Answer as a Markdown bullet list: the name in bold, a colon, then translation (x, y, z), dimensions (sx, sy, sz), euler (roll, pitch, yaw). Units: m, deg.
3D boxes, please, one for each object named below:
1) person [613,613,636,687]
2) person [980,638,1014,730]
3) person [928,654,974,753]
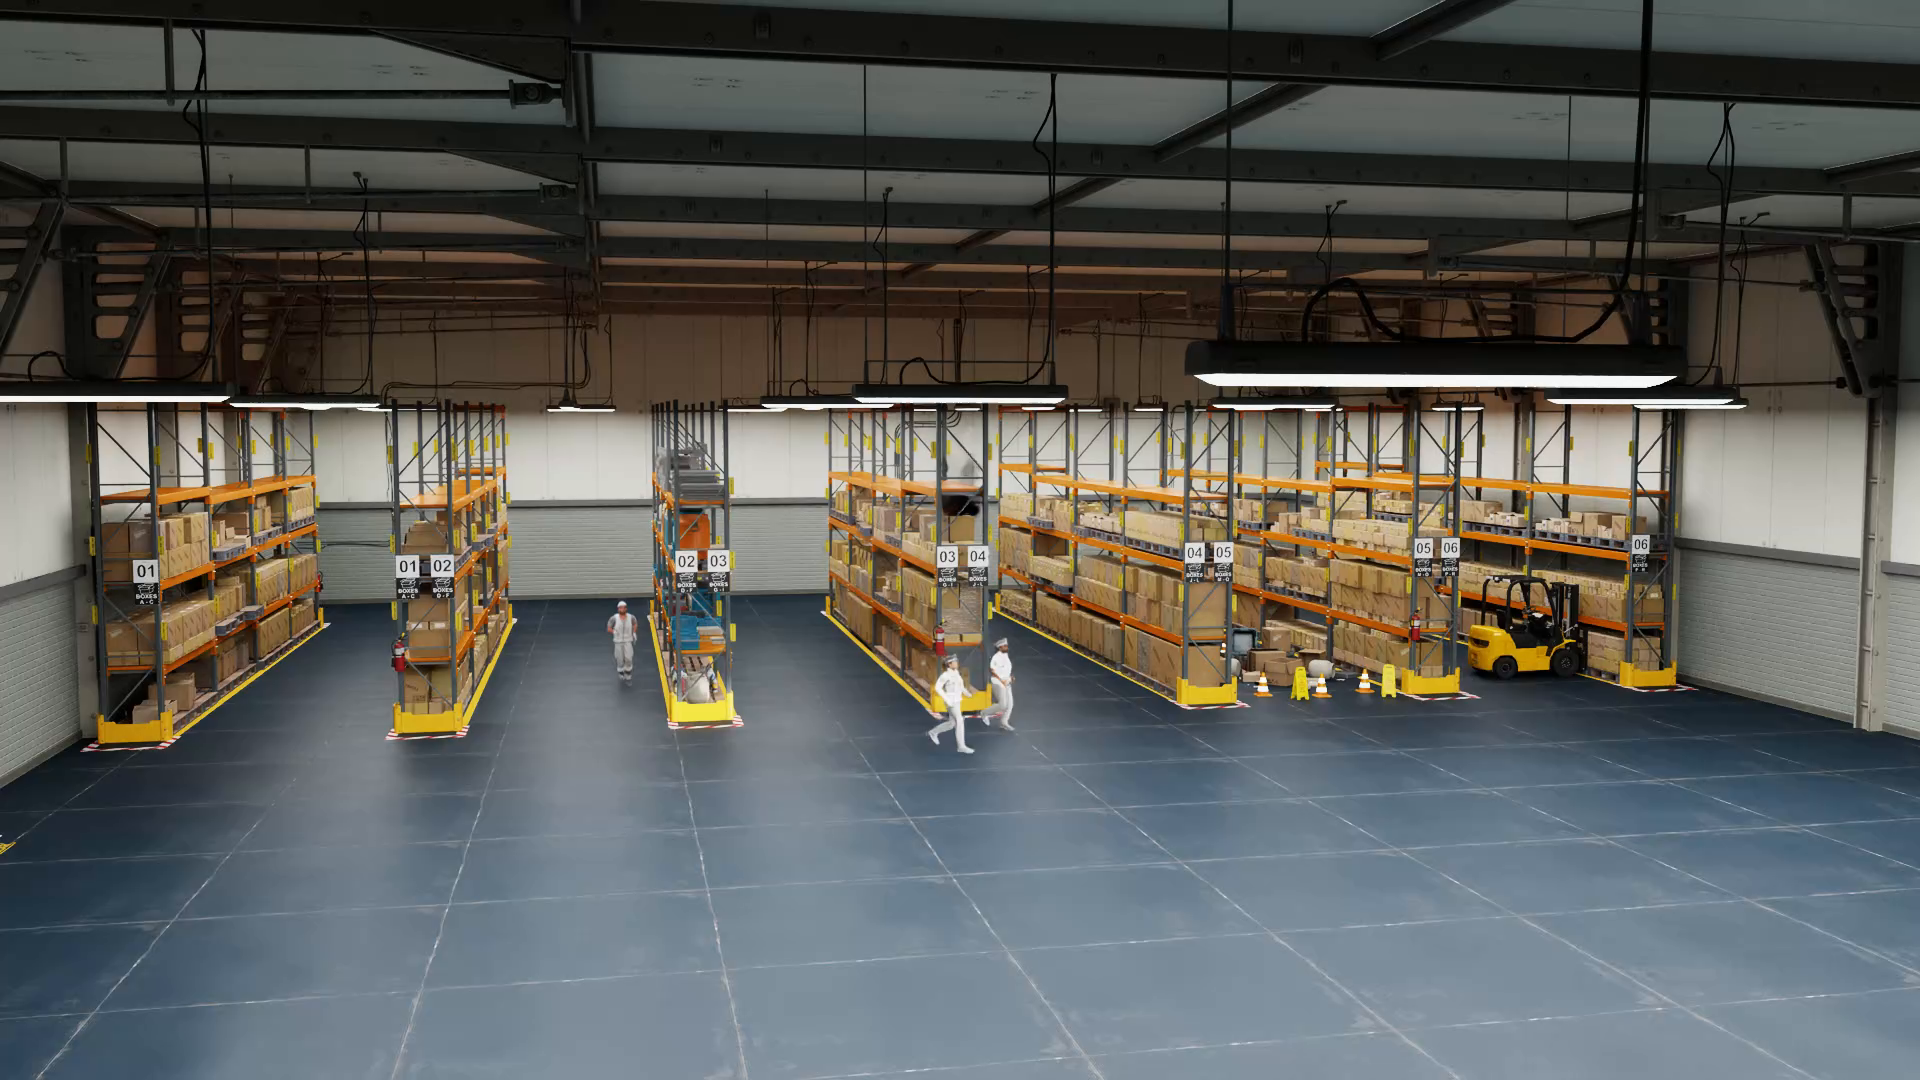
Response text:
- **person**: translation (-7.074, 2.316, 35.106), dimensions (0.490, 1.589, 0.749), euler (-1, 4, -14)
- **person**: translation (0.703, 2.615, 30.314), dimensions (0.635, 1.684, 0.380), euler (2, 5, 28)
- **person**: translation (-0.150, 2.755, 28.176), dimensions (0.846, 1.664, 0.643), euler (2, 5, 23)
